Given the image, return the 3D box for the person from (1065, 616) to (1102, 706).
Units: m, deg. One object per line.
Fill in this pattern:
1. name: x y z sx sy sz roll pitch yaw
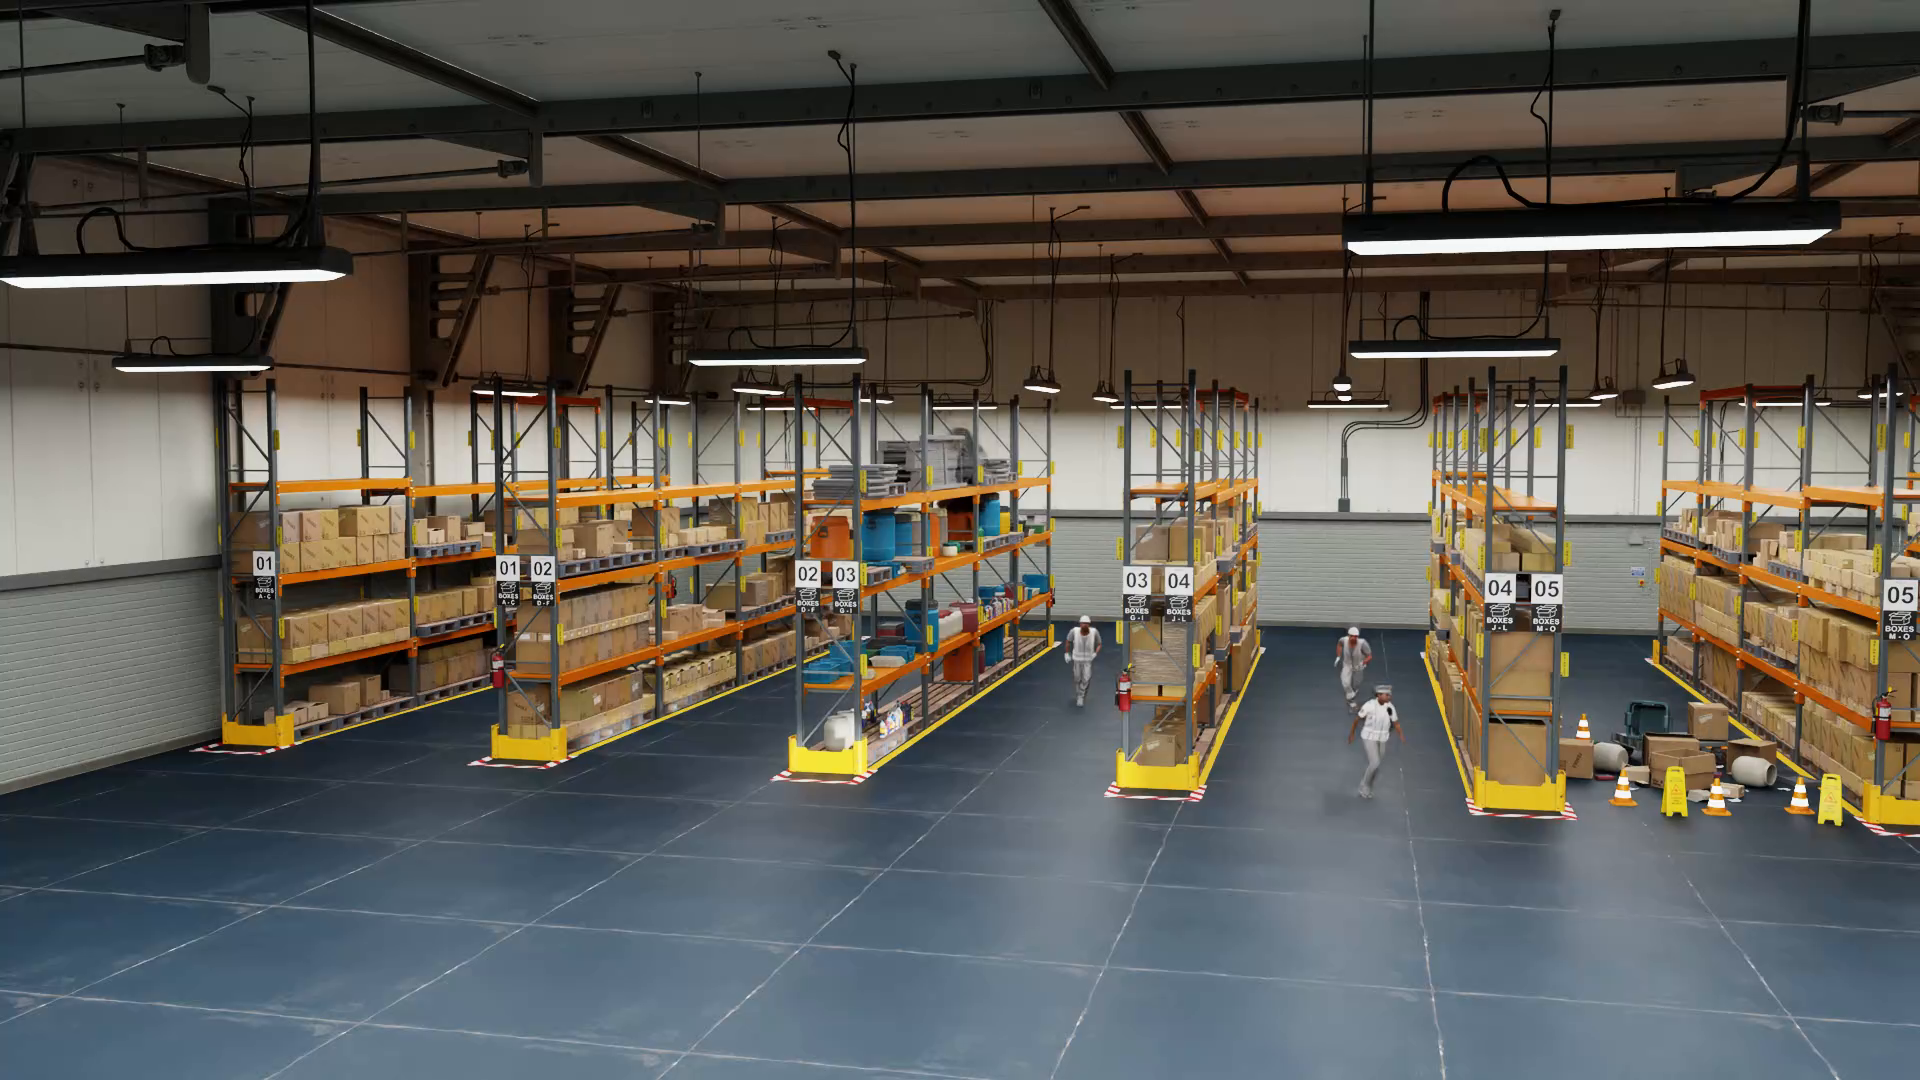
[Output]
1. person: 2.336 2.263 31.453 0.673 1.711 0.693 0 3 -4

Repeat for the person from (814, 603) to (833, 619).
1. person: -3.585 1.608 42.965 0.697 1.673 0.569 1 4 19

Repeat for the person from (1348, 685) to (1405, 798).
1. person: 5.821 2.793 23.099 0.562 1.608 0.777 -1 4 -18

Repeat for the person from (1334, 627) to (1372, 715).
1. person: 7.266 2.357 30.678 0.687 1.611 1.134 1 4 18
